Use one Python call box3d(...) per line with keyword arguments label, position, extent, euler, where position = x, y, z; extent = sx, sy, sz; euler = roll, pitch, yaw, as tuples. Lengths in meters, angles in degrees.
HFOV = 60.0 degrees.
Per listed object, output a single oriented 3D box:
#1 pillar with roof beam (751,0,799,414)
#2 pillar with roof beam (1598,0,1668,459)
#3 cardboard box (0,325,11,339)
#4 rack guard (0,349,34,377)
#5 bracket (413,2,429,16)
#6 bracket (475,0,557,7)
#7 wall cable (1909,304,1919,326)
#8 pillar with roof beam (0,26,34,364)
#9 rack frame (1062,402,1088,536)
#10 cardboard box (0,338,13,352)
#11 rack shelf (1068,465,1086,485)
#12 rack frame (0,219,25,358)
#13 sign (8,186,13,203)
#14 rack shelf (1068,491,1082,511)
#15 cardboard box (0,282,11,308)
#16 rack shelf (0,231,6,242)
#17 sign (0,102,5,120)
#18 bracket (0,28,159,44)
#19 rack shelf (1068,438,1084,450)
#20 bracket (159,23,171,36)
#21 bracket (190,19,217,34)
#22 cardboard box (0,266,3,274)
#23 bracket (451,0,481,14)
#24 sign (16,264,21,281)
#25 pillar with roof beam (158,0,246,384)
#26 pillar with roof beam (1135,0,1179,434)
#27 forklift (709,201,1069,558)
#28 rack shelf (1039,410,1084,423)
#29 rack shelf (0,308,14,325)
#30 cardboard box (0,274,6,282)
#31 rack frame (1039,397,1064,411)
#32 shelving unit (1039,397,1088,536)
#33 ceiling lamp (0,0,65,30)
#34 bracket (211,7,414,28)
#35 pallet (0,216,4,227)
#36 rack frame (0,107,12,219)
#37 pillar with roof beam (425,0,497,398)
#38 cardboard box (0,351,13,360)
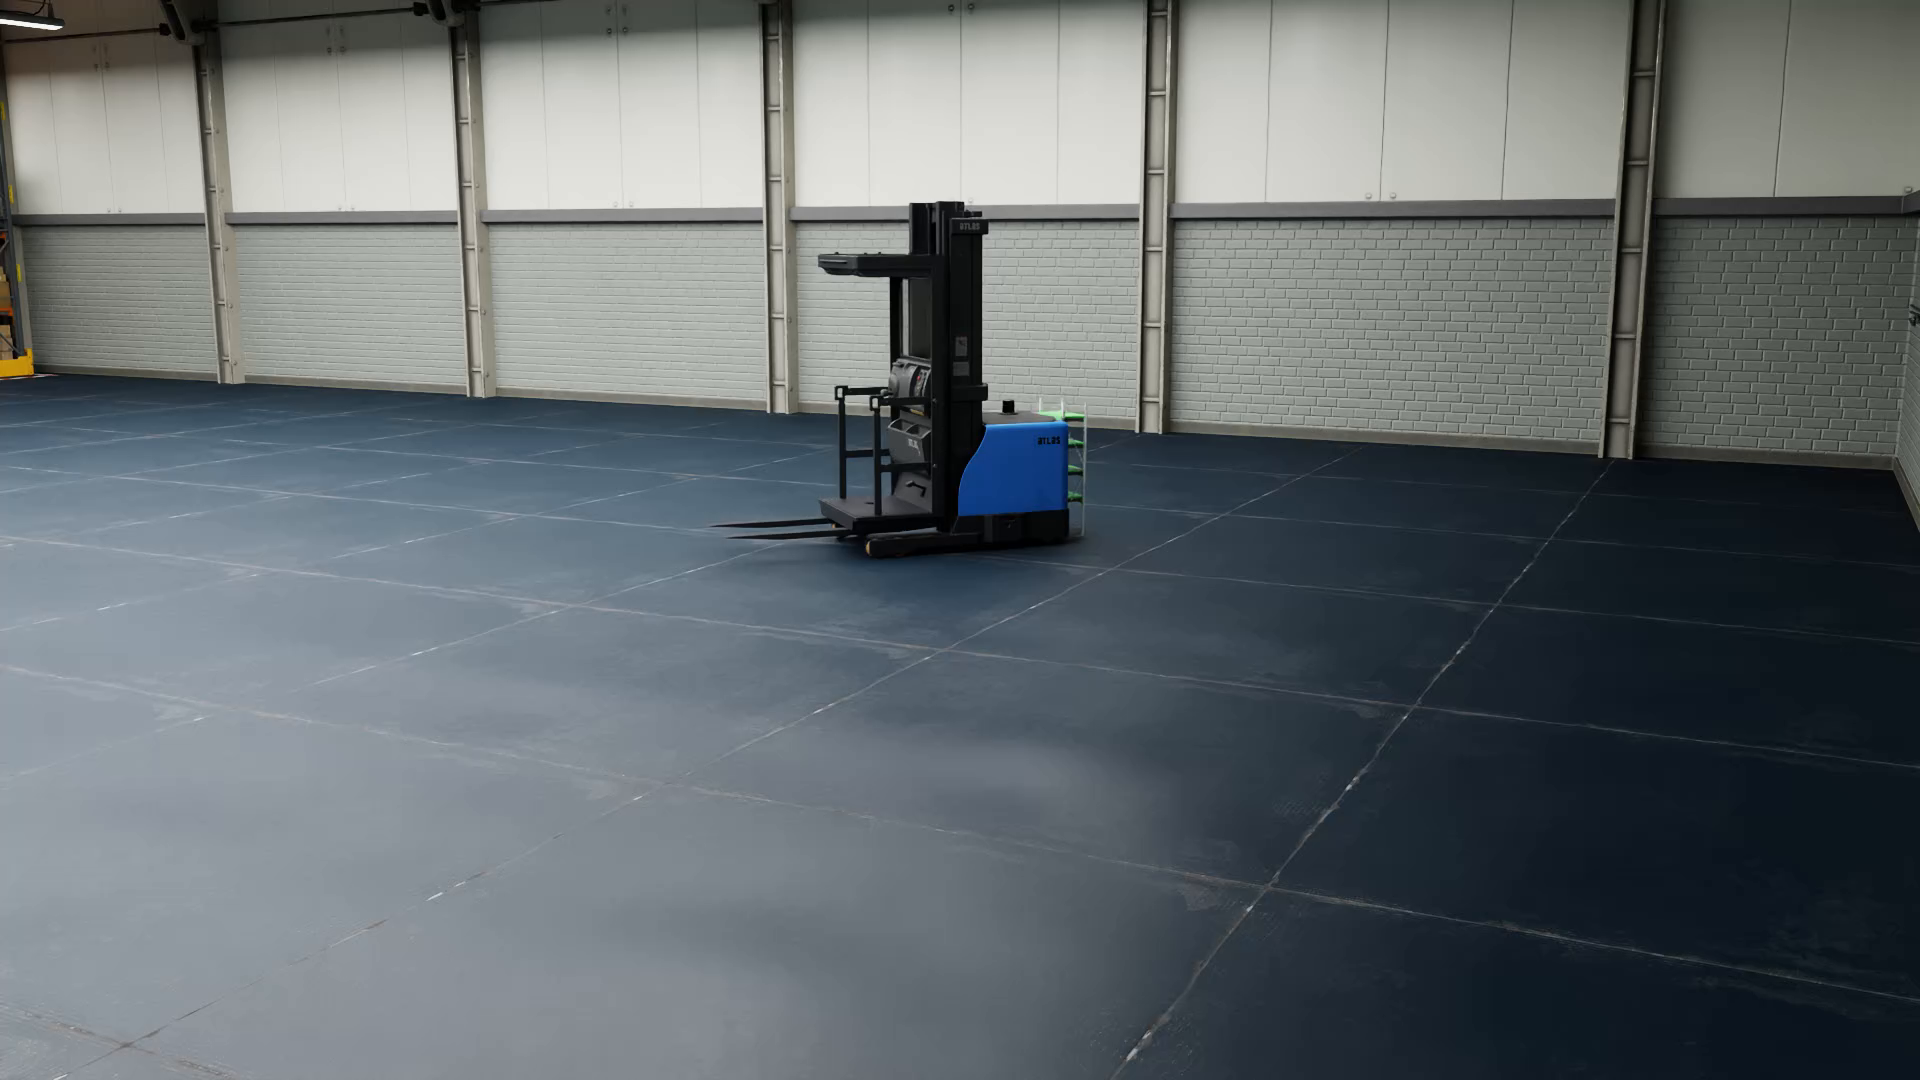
box3d(label="pillar with roof beam", position=(-4.627, -5.705, 20.982), extent=(0.548, 9.000, 9.100), euler=(5, 11, 26))
box3d(label="pillar with roof beam", position=(6.135, -4.759, 15.757), extent=(0.400, 9.000, 9.100), euler=(5, 11, 26))
box3d(label="cardboard box", position=(-18.986, -4.073, 32.548), extent=(0.500, 0.250, 0.500), euler=(5, 11, 25))
box3d(label="rack guard", position=(-18.617, -3.428, 32.266), extent=(0.348, 0.500, 1.175), euler=(5, 11, 26))
box3d(label="bracket", position=(-8.632, -8.612, 26.940), extent=(0.430, 0.232, 0.235), euler=(5, 11, 26))
box3d(label="bracket", position=(-5.562, -8.342, 25.449), extent=(4.783, 0.066, 0.076), euler=(5, 11, 26))
box3d(label="wall cable", position=(10.096, -3.475, 17.383), extent=(0.112, 2.526, 3.097), euler=(5, 11, 26))
box3d(label="pillar with roof beam", position=(-20.769, -7.123, 28.819), extent=(0.400, 9.000, 9.100), euler=(5, 11, 26))
box3d(label="rack frame", position=(1.007, -0.623, 14.789), extent=(0.240, 1.200, 0.015), euler=(-3, 11, -21))
box3d(label="cardboard box", position=(-18.968, -3.829, 32.605), extent=(0.500, 0.250, 0.500), euler=(5, 12, 27))
box3d(label="rack shelf", position=(0.916, -0.600, 15.023), extent=(0.258, 0.148, 0.480), euler=(-3, 11, -21))
box3d(label="rack frame", position=(-18.638, -4.660, 32.054), extent=(0.127, 3.000, 1.000), euler=(5, 11, 26))
box3d(label="sign", position=(-18.387, -6.693, 32.189), extent=(0.005, 0.325, 0.100), euler=(5, 11, 26))
box3d(label="rack shelf", position=(0.912, -0.364, 15.065), extent=(0.258, 0.148, 0.480), euler=(-3, 11, -21))
box3d(label="cardboard box", position=(-18.960, -4.792, 32.506), extent=(0.500, 0.500, 0.500), euler=(5, 12, 28))
box3d(label="rack shelf", position=(-20.432, -5.939, 32.721), extent=(4.000, 0.370, 1.077), euler=(5, 11, 26))
box3d(label="sign", position=(-18.387, -8.237, 31.909), extent=(0.005, 0.325, 0.100), euler=(5, 11, 26))
box3d(label="bracket", position=(-16.323, -9.288, 30.674), extent=(4.783, 0.066, 0.076), euler=(5, 11, 26))
box3d(label="rack shelf", position=(0.920, -0.837, 14.982), extent=(0.258, 0.148, 0.480), euler=(-3, 11, -21))
box3d(label="bracket", position=(-14.013, -9.085, 29.552), extent=(0.430, 0.232, 0.235), euler=(5, 11, 26))
box3d(label="bracket", position=(-13.268, -9.020, 29.191), extent=(0.430, 0.232, 0.235), euler=(5, 11, 26))
box3d(label="cardboard box", position=(-18.845, -5.235, 32.295), extent=(0.250, 0.149, 0.380), euler=(5, 11, 25))
box3d(label="bracket", position=(-7.887, -8.547, 26.579), extent=(0.430, 0.232, 0.235), euler=(5, 11, 26))
box3d(label="sign", position=(-18.387, -5.213, 32.457), extent=(0.005, 0.325, 0.100), euler=(5, 11, 26))
box3d(label="pillar with roof beam", position=(-15.388, -6.650, 26.207), extent=(0.548, 9.000, 9.100), euler=(5, 11, 26))
box3d(label="pillar with roof beam", position=(0.754, -5.232, 18.369), extent=(0.400, 9.000, 9.100), euler=(5, 11, 26))
box3d(label="forklift", position=(-0.616, -1.395, 14.206), extent=(3.031, 2.935, 1.130), euler=(-4, 11, -21))
box3d(label="rack shelf", position=(0.923, -1.073, 14.941), extent=(0.258, 0.148, 0.480), euler=(-3, 11, -21))
box3d(label="rack shelf", position=(-20.432, -4.463, 32.989), extent=(4.000, 0.370, 1.077), euler=(5, 11, 26))
box3d(label="cardboard box", position=(-18.828, -5.096, 32.364), extent=(0.250, 0.149, 0.380), euler=(5, 11, 24))
box3d(label="rack frame", position=(0.827, -0.704, 15.236), extent=(0.240, 1.200, 0.015), euler=(-3, 11, -21))
box3d(label="shelving unit", position=(0.917, -0.663, 15.012), extent=(0.258, 1.200, 0.503), euler=(-3, 11, -21))
box3d(label="ceiling lamp", position=(-14.261, -9.335, 24.652), extent=(0.800, 3.185, 2.000), euler=(5, 11, 26))
box3d(label="bracket", position=(-10.942, -8.815, 28.062), extent=(4.783, 0.066, 0.076), euler=(5, 11, 26))
box3d(label="pallet", position=(-19.261, -6.152, 32.125), extent=(1.213, 0.211, 1.003), euler=(5, 11, 26))
box3d(label="rack frame", position=(-18.638, -7.612, 31.519), extent=(0.127, 3.000, 1.000), euler=(5, 11, 26))
box3d(label="pillar with roof beam", position=(-10.007, -6.177, 23.594), extent=(0.548, 9.000, 9.100), euler=(5, 11, 26))
box3d(label="cardboard box", position=(-18.992, -3.583, 32.648), extent=(0.500, 0.250, 0.500), euler=(5, 11, 26))
